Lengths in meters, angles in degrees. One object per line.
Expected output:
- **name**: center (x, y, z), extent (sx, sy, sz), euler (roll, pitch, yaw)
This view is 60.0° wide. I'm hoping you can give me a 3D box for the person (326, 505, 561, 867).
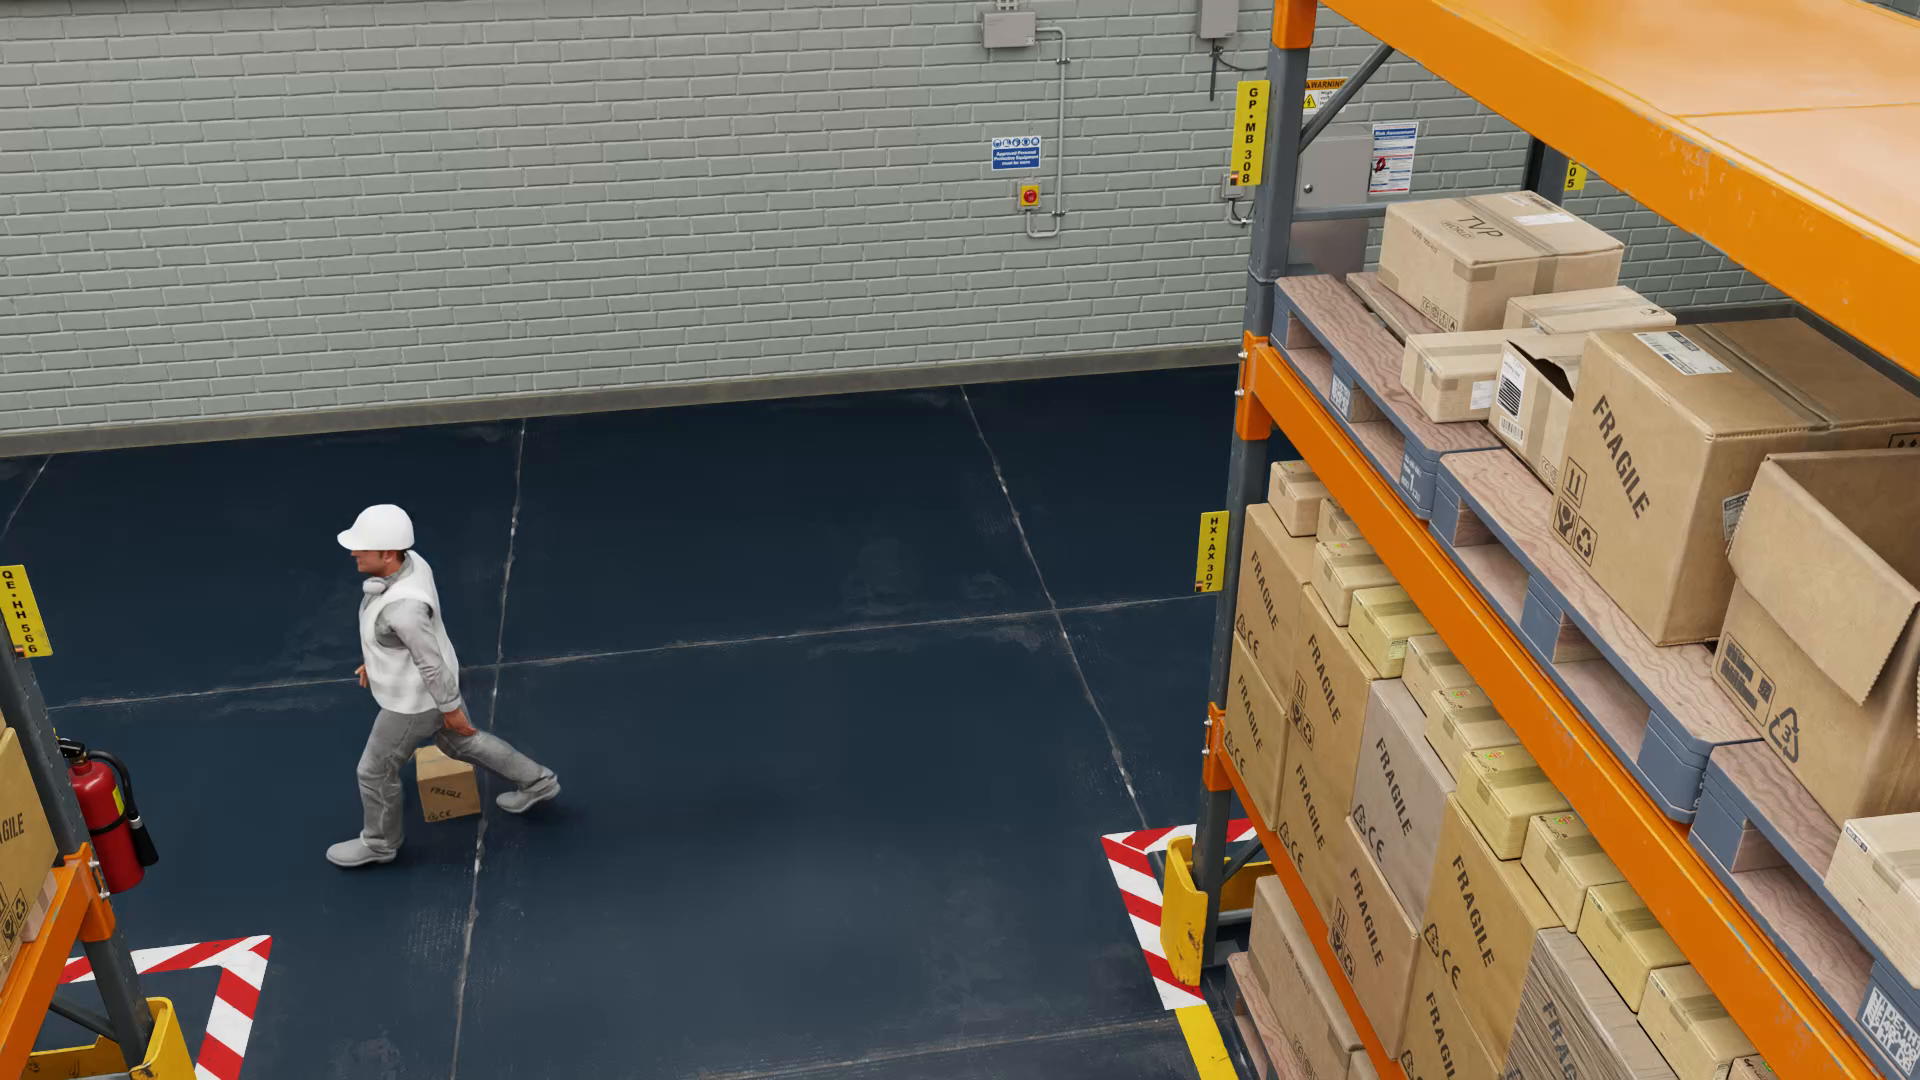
- **person**: center (-2.313, 0.606, 7.090), extent (1.030, 1.728, 0.557), euler (-7, 31, -11)
